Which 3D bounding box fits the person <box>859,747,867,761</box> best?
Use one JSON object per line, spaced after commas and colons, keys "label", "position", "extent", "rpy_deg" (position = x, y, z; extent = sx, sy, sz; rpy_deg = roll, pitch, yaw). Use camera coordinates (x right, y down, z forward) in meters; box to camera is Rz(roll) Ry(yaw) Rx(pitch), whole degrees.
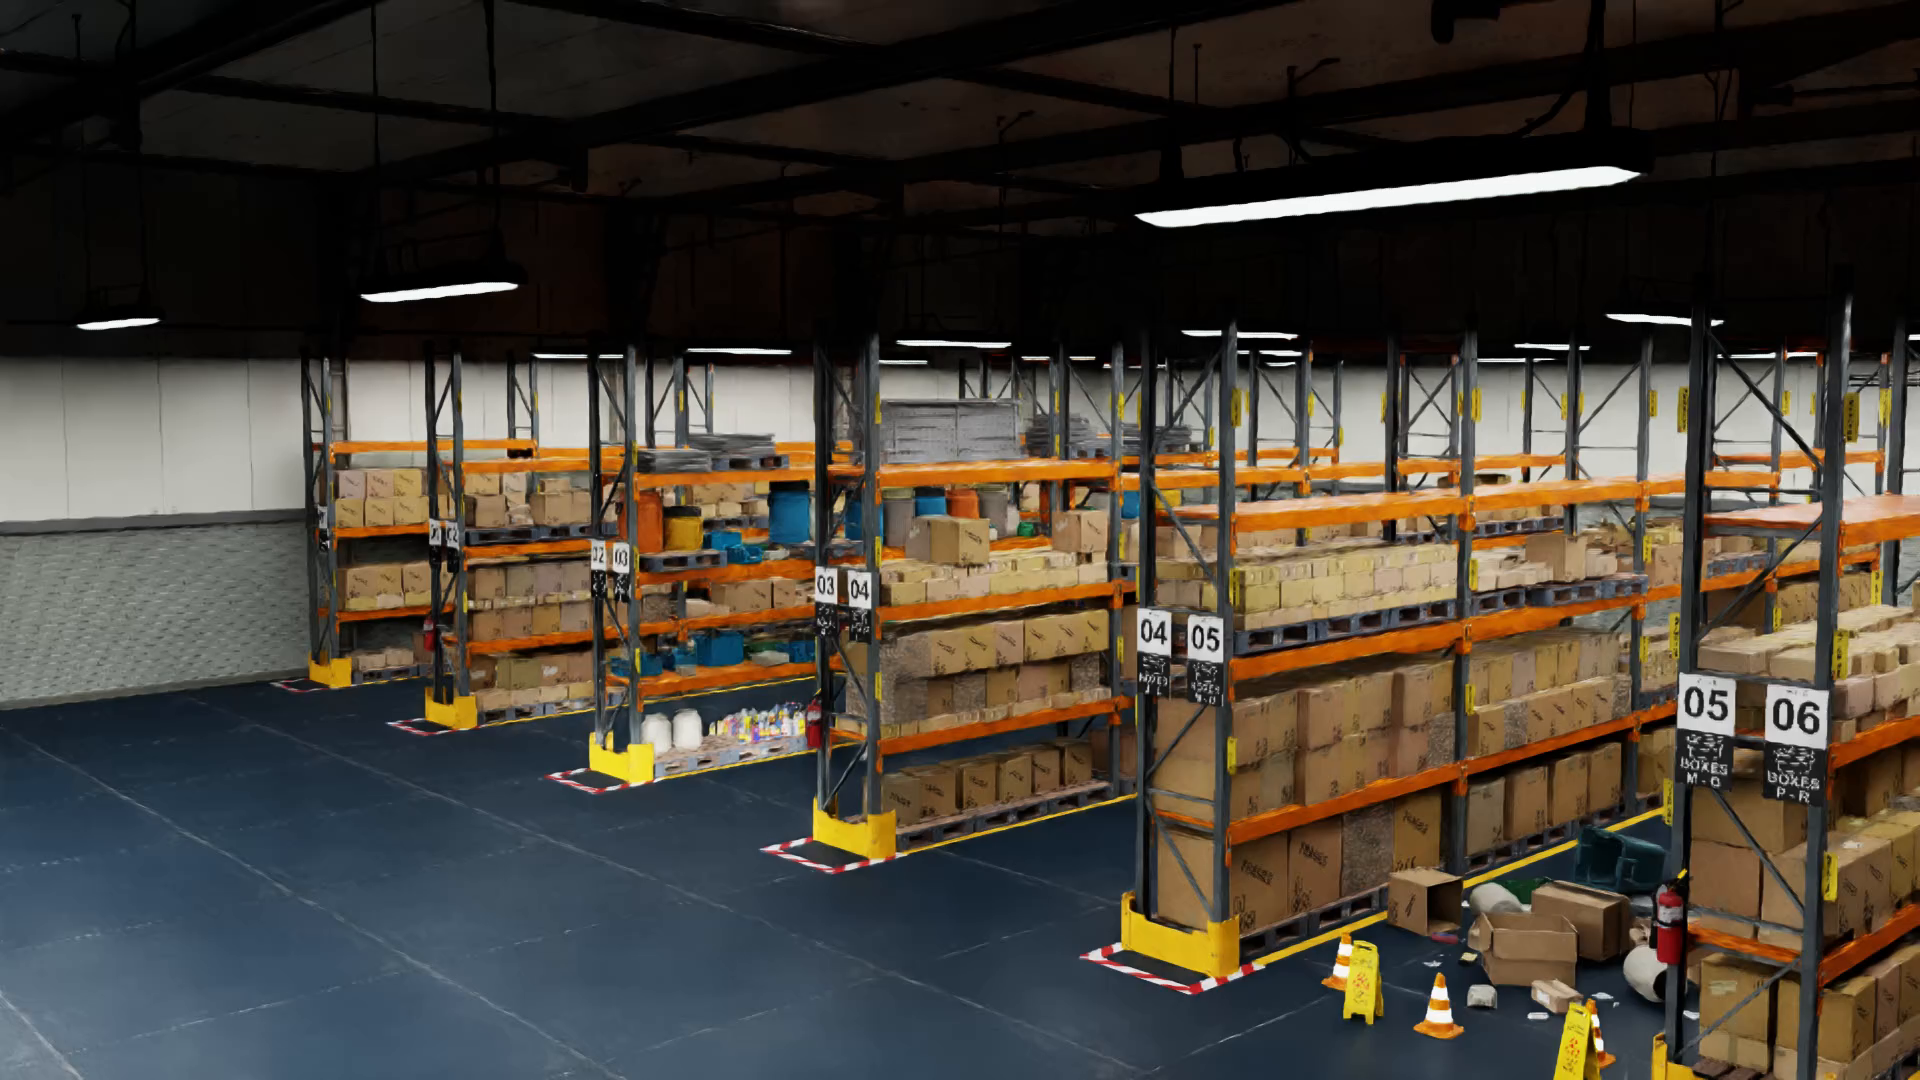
{"label": "person", "position": [-1.133, 2.256, 23.562], "extent": [1.126, 1.645, 0.542], "rpy_deg": [-4, 7, -40]}

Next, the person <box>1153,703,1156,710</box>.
{"label": "person", "position": [3.105, 1.966, 26.744], "extent": [0.578, 1.714, 0.719], "rpy_deg": [-5, 7, -44]}
